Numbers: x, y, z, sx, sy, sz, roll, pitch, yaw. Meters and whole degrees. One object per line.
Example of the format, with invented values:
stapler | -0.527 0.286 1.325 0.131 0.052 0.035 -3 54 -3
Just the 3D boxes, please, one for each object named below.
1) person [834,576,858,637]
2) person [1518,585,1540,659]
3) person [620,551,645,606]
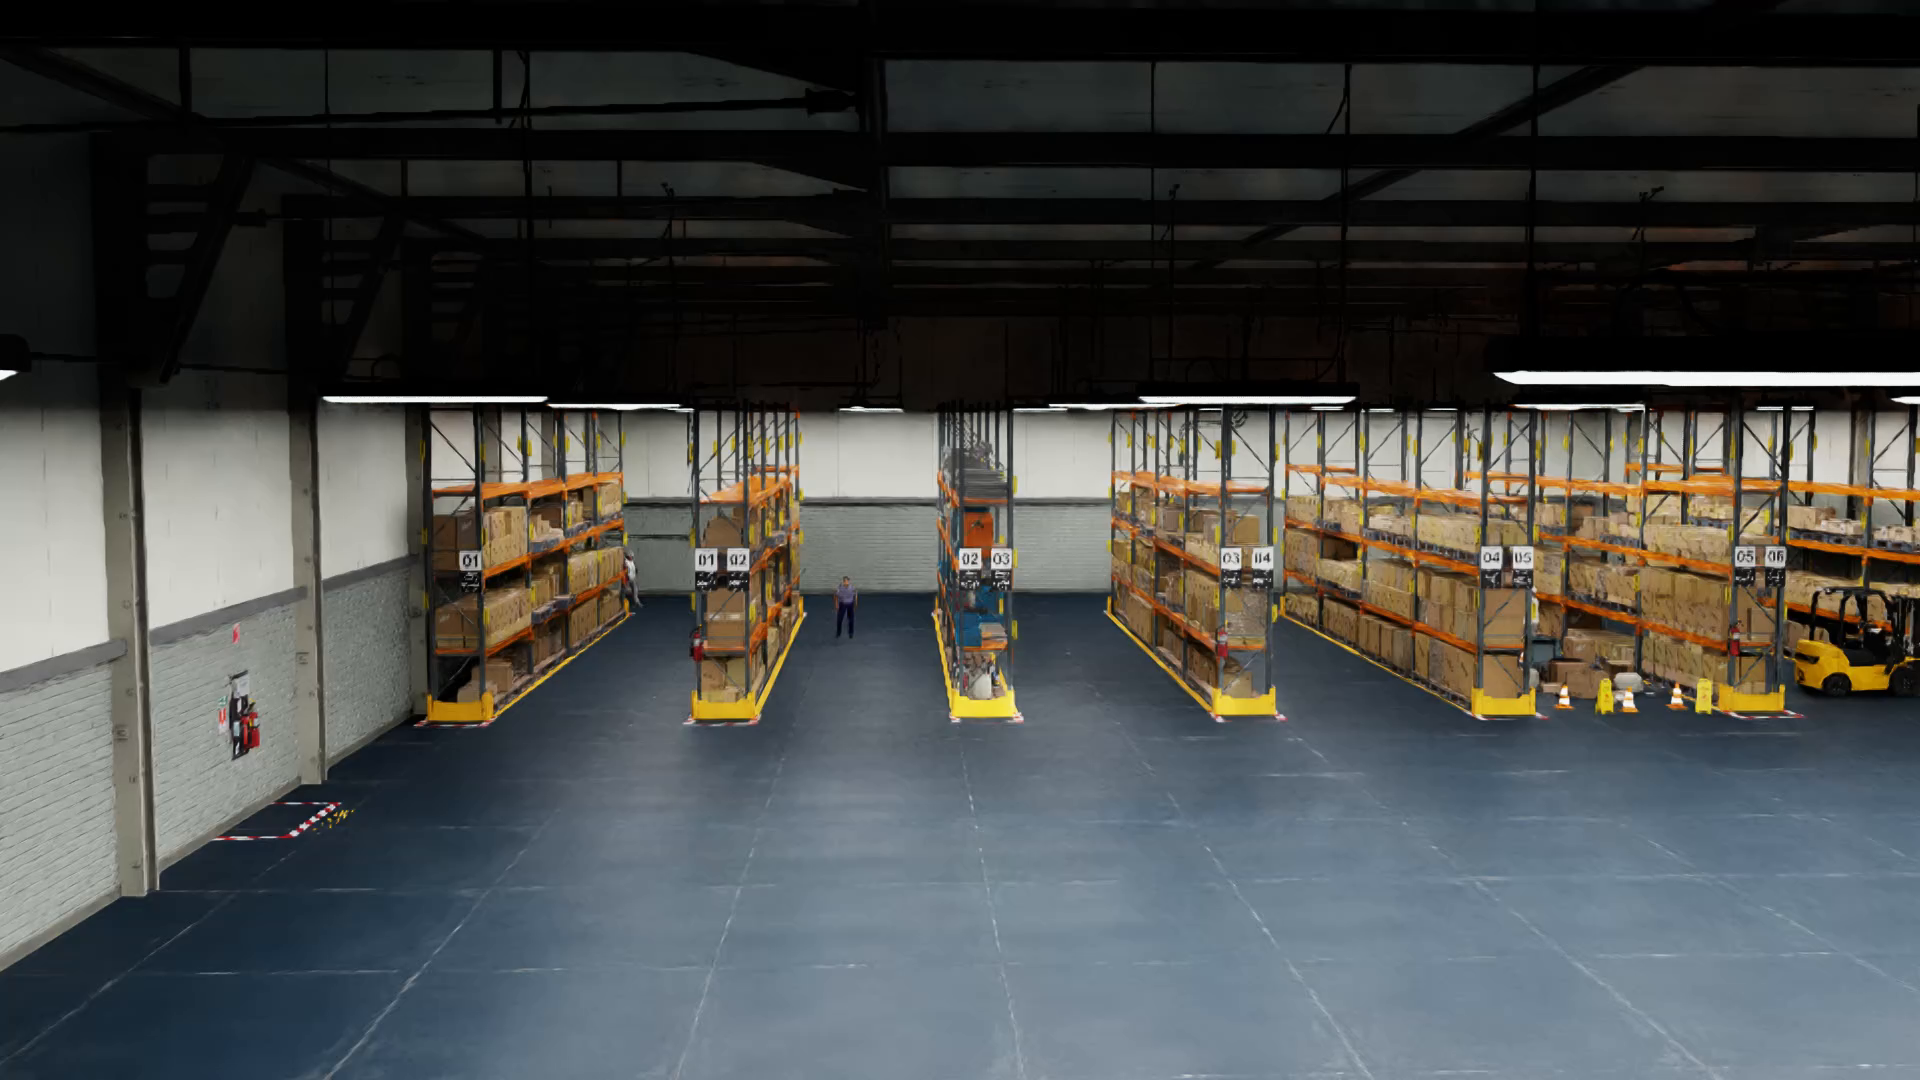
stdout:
person | -2.920 1.756 42.538 0.625 1.495 0.517 0 4 -5
person | 13.141 1.911 38.378 0.570 1.768 0.626 2 5 25
person | -9.743 1.149 49.124 0.559 1.670 0.697 3 5 36
